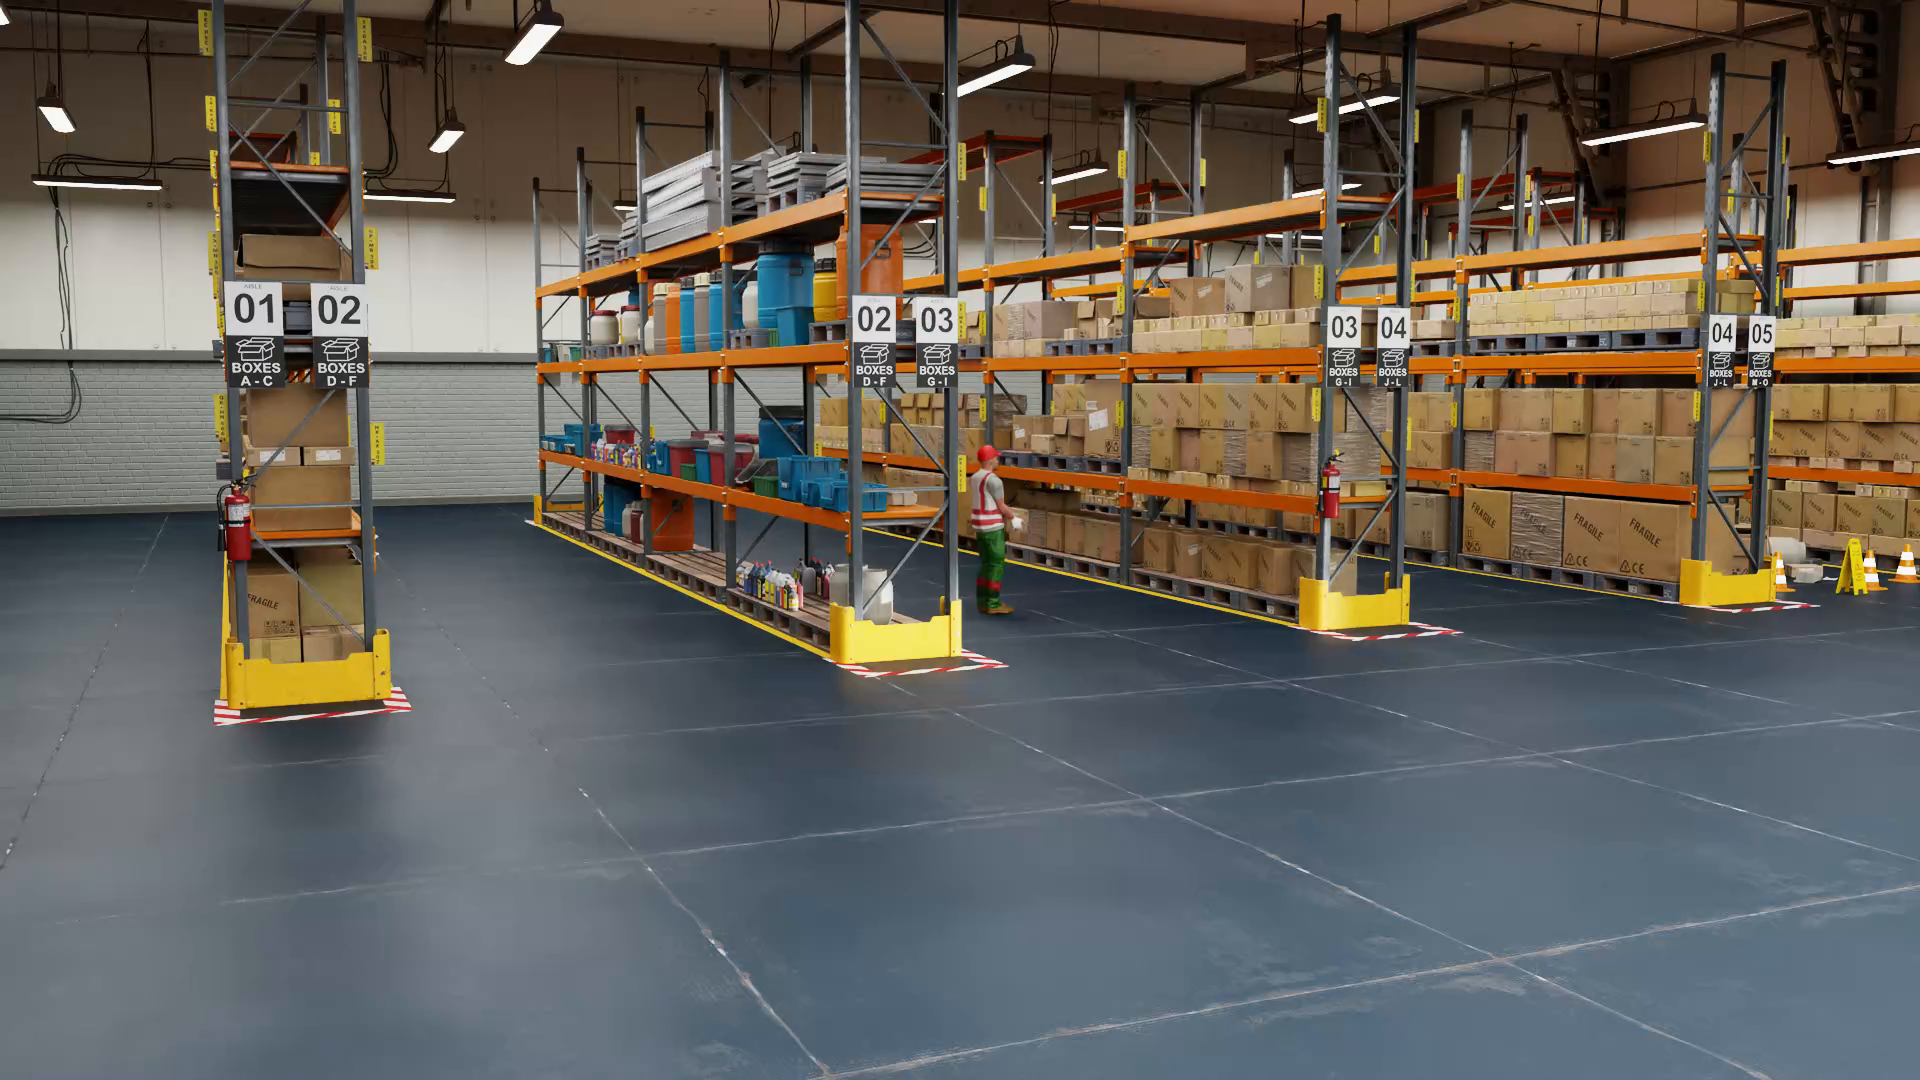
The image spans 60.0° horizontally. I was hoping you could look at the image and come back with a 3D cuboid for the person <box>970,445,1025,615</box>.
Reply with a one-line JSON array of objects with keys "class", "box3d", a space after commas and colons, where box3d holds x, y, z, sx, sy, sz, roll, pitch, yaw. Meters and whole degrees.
[{"class": "person", "box3d": [0.393, -0.120, 17.830, 0.529, 1.794, 0.524, -2, 6, -24]}]
